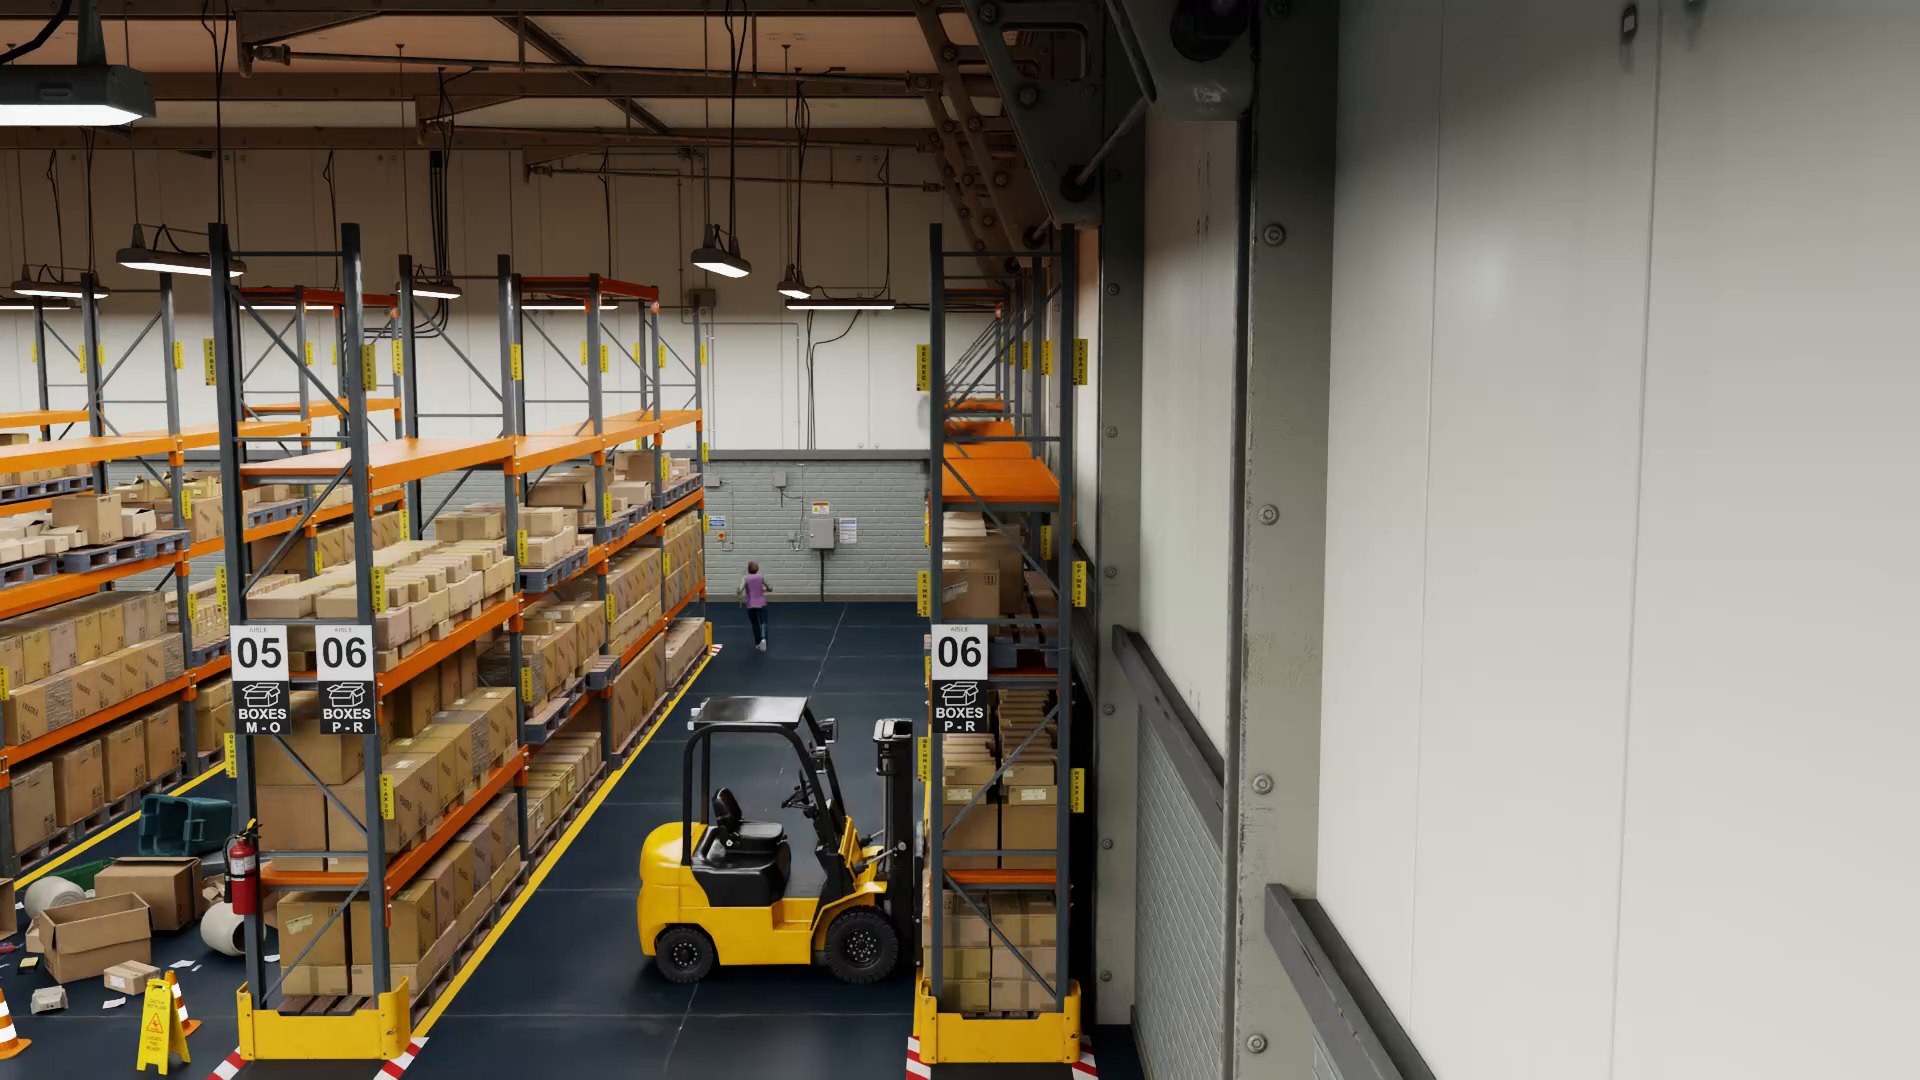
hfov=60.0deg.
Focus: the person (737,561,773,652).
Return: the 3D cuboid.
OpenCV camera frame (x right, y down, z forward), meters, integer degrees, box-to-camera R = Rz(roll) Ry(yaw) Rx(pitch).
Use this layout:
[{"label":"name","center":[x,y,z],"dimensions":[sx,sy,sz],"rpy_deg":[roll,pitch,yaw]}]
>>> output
[{"label":"person","center":[-3.449,1.114,27.995],"dimensions":[0.594,1.556,0.847],"rpy_deg":[-1,7,-7]}]
